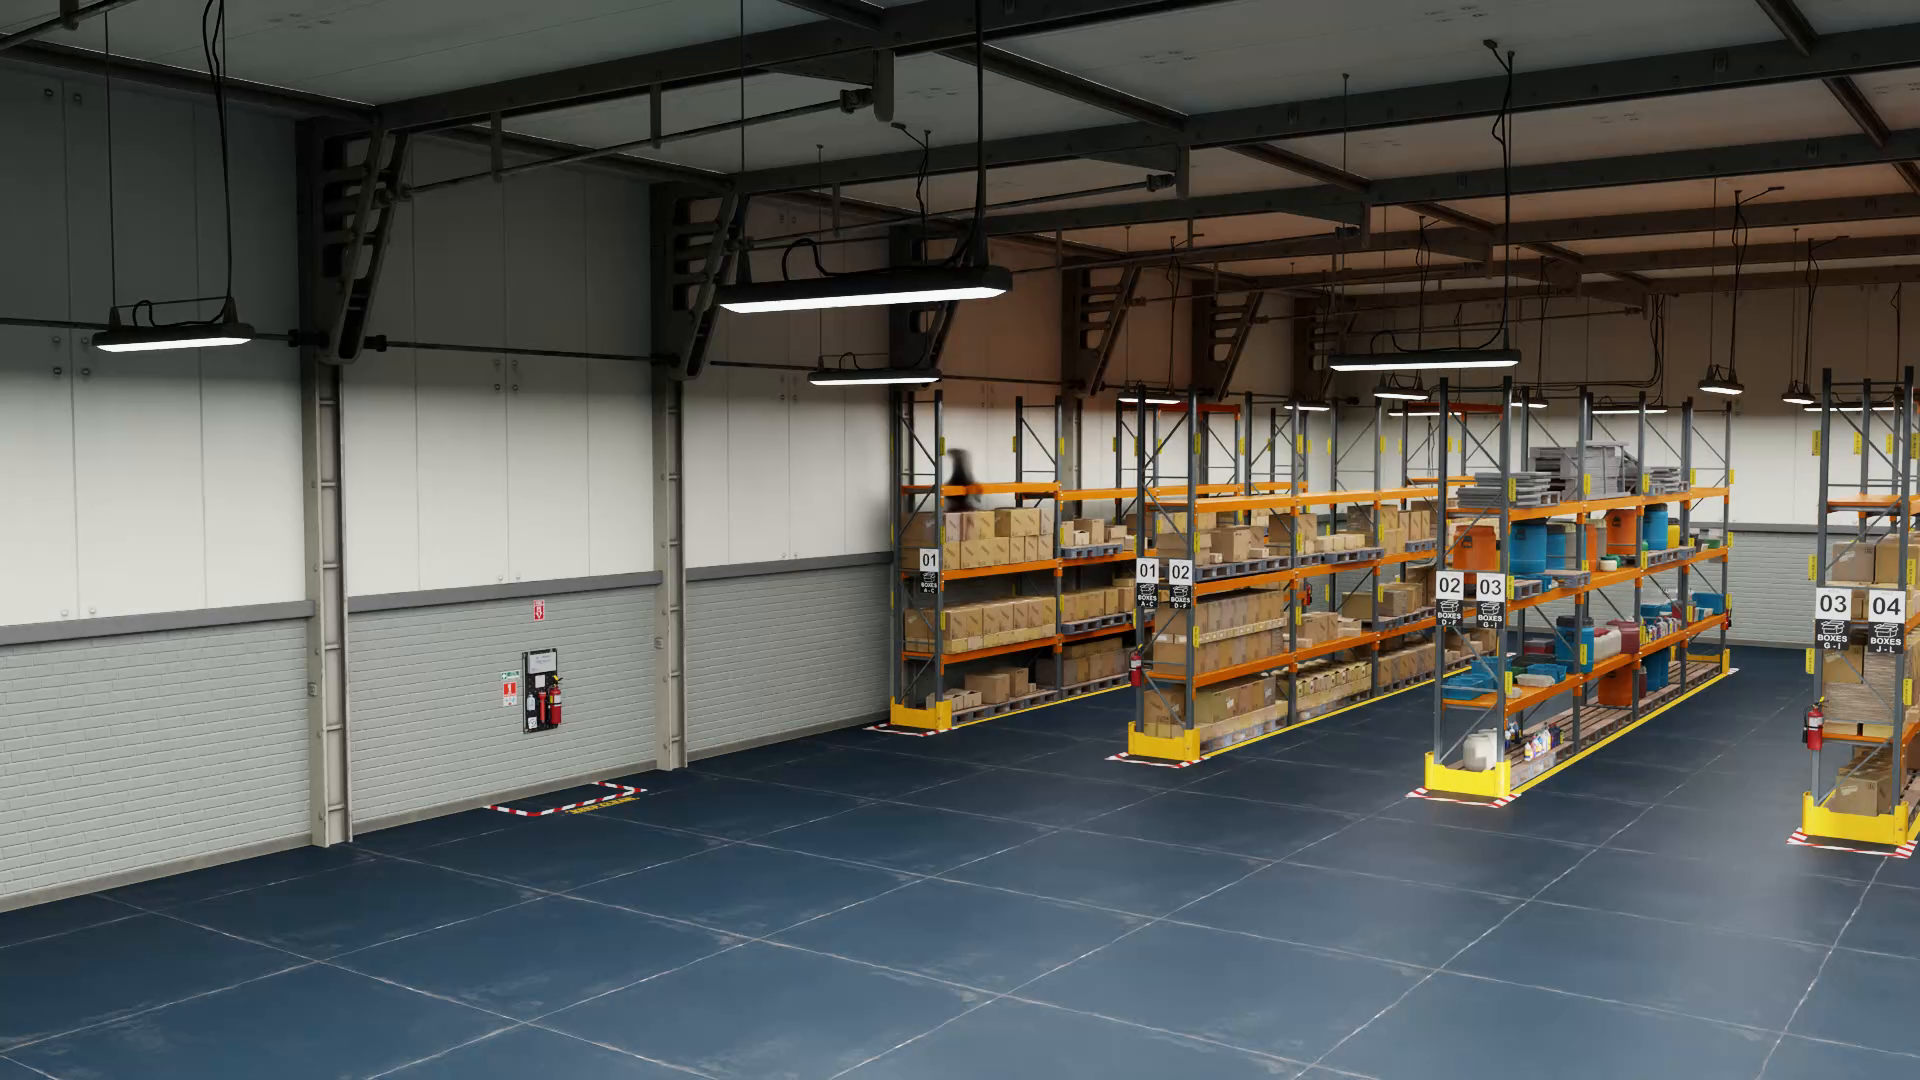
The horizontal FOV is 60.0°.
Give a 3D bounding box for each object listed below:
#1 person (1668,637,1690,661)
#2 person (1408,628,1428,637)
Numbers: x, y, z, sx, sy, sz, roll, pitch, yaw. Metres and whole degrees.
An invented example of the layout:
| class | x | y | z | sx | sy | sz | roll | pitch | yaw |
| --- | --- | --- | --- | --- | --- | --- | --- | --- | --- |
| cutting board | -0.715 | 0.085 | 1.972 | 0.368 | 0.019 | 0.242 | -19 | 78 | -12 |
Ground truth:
| class | x | y | z | sx | sy | sz | roll | pitch | yaw |
| --- | --- | --- | --- | --- | --- | --- | --- | --- | --- |
| person | 16.897 | 2.024 | 38.669 | 0.698 | 1.635 | 0.821 | -1 | 3 | -16 |
| person | 11.859 | 1.763 | 42.383 | 0.702 | 1.719 | 0.662 | -1 | 3 | -18 |
